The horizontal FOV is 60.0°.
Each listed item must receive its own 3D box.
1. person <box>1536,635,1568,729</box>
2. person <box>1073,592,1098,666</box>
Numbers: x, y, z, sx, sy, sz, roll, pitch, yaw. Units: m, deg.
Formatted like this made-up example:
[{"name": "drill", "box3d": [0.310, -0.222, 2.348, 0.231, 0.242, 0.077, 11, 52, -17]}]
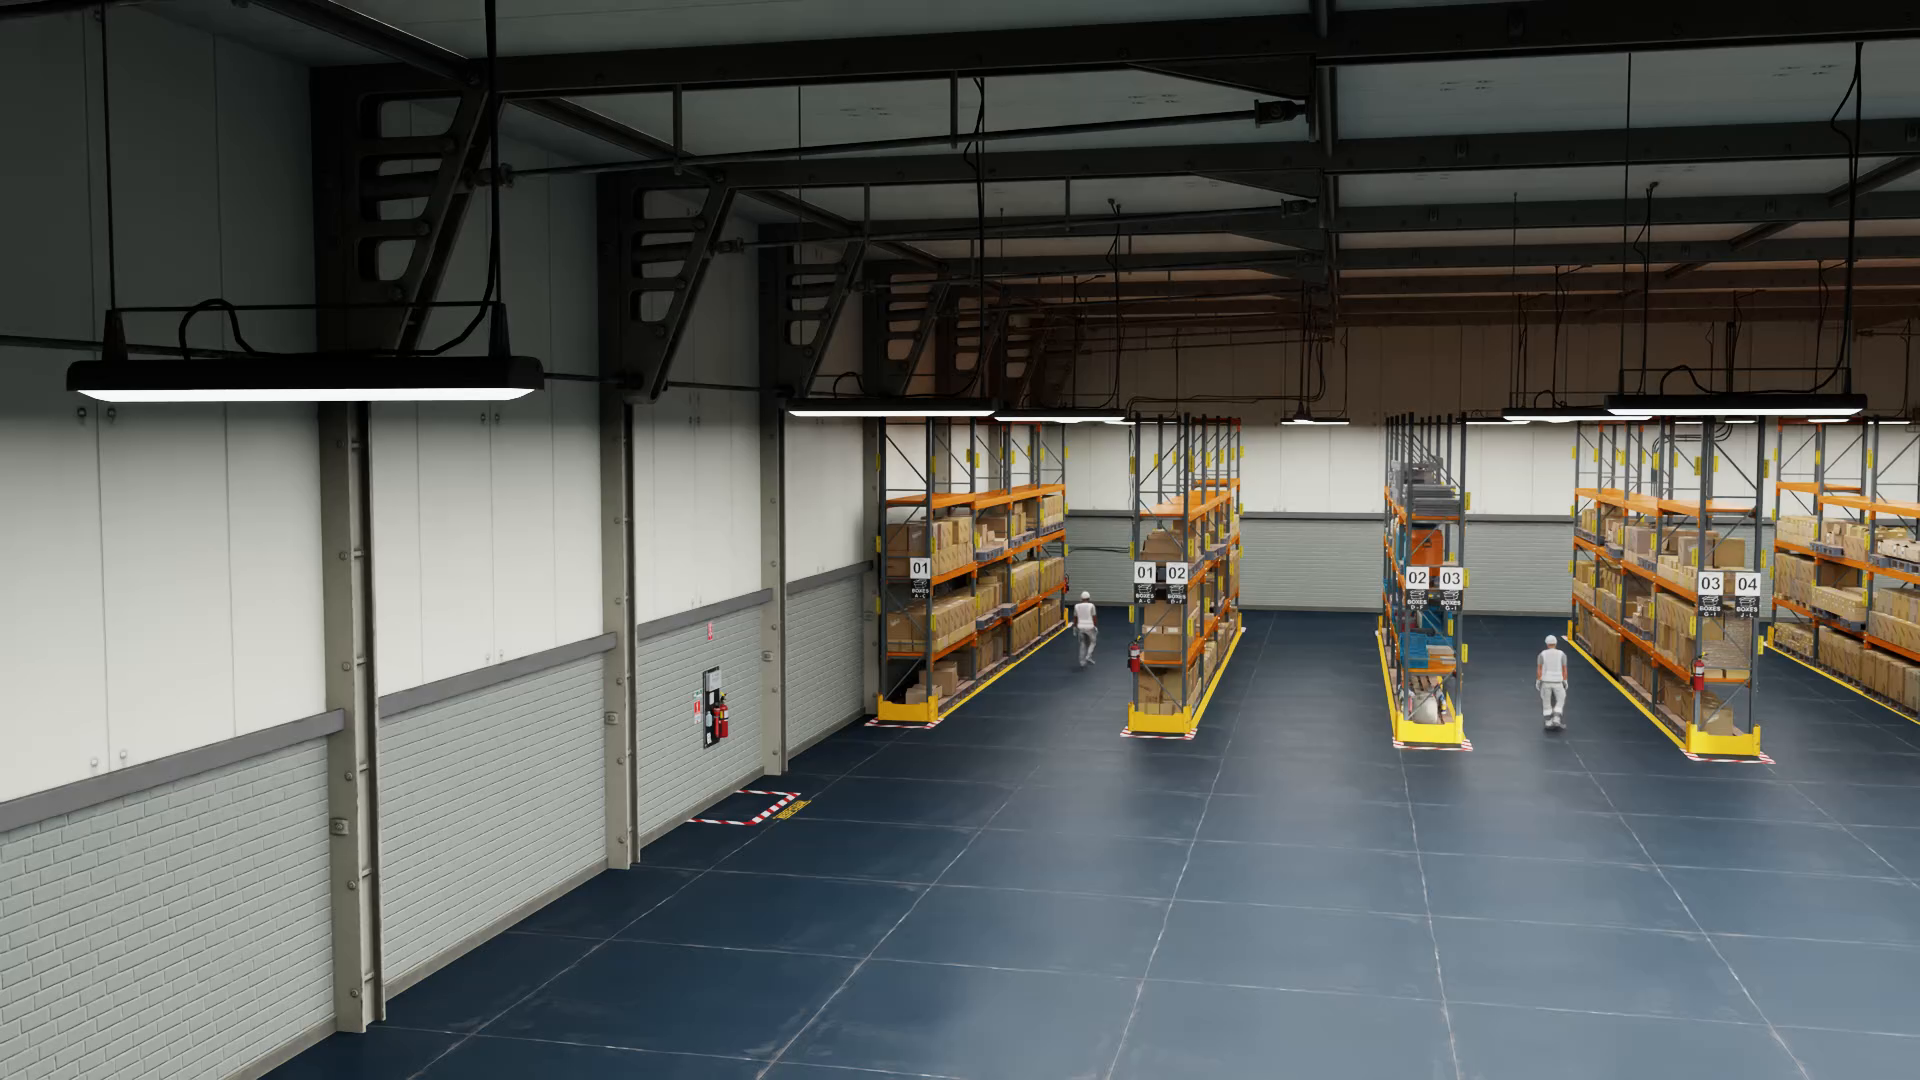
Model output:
[{"name": "person", "box3d": [11.234, 2.702, 31.554, 0.573, 1.787, 0.553, 1, 4, 17]}, {"name": "person", "box3d": [2.991, 2.134, 39.856, 0.600, 1.784, 0.545, 2, 4, 23]}]
